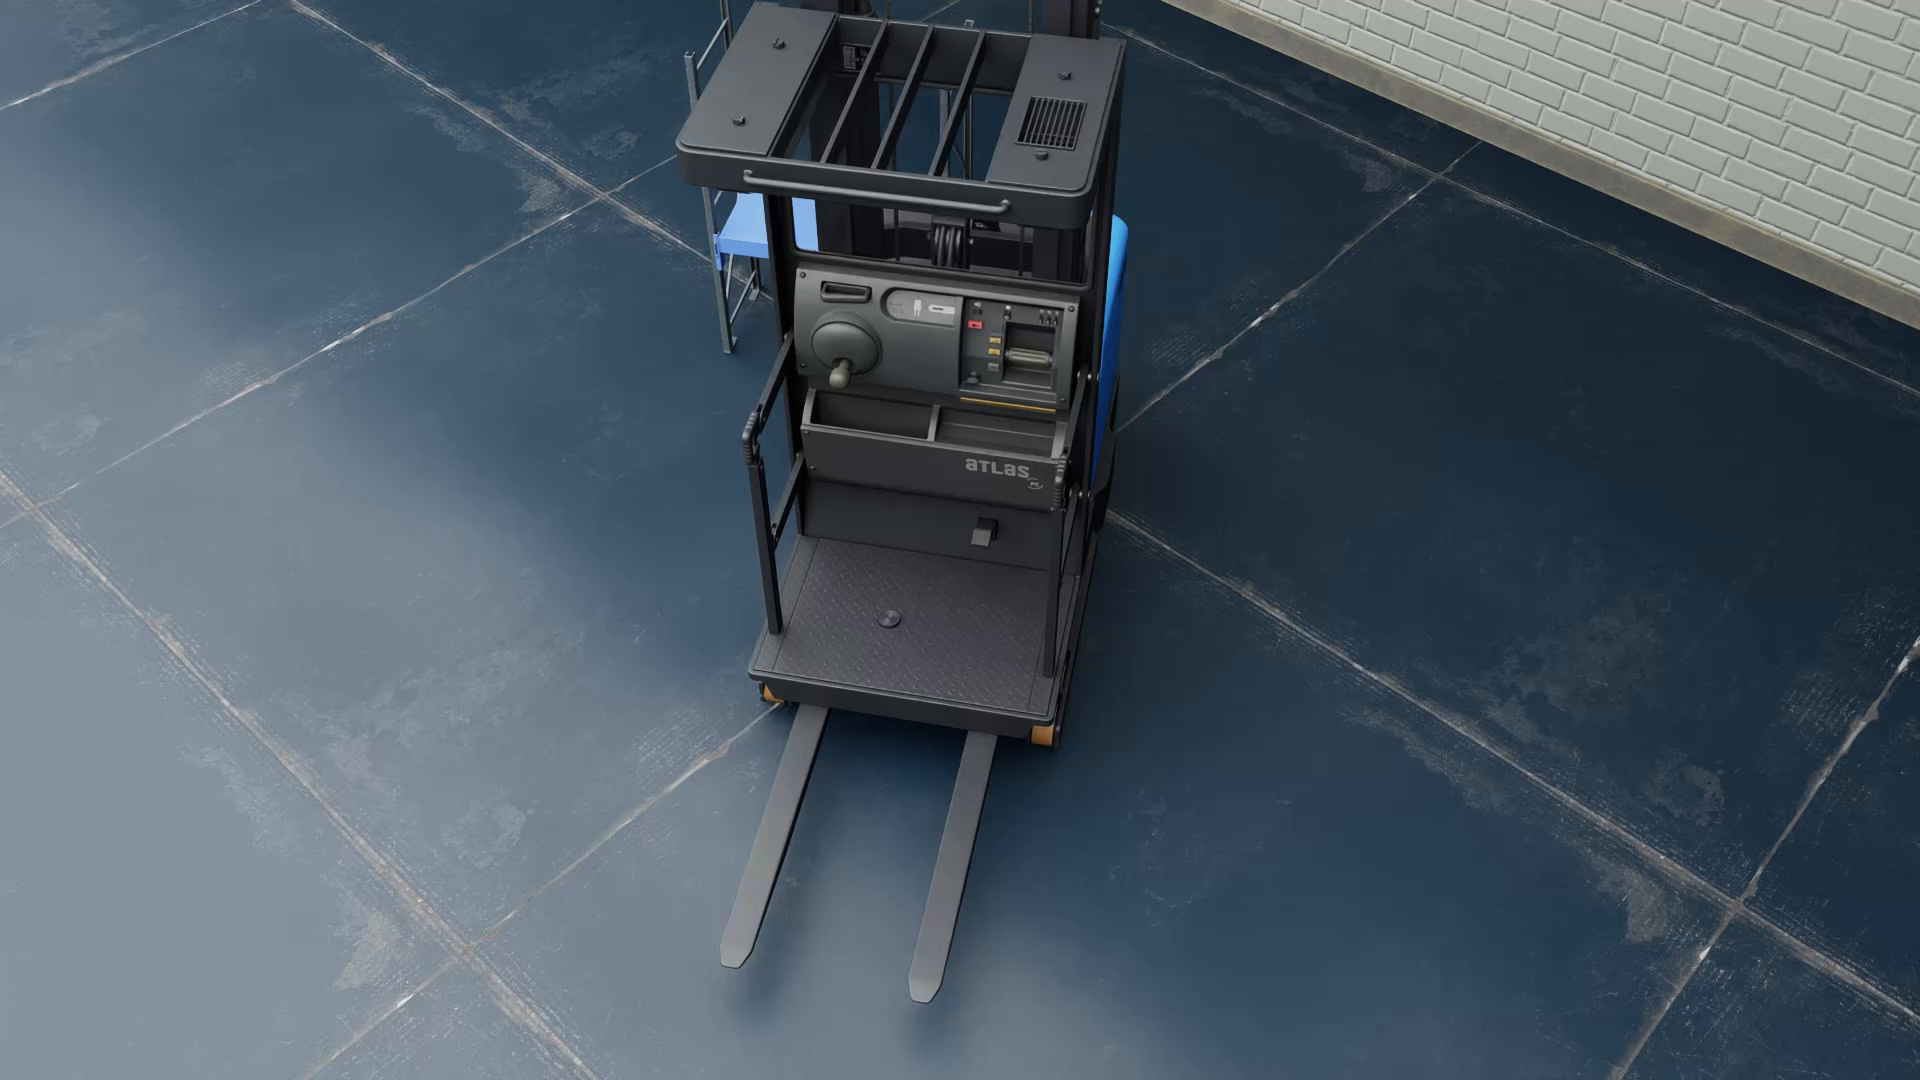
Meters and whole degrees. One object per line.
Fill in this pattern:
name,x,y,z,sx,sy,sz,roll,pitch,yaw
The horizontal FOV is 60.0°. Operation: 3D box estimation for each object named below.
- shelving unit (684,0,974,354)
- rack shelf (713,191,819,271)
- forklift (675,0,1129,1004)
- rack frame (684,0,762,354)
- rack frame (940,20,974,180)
shelving unit,-0.507,-1.462,7.094,1.048,1.500,0.538,9,47,8
rack shelf,-0.507,-1.339,7.225,1.000,0.185,0.538,9,47,8
forklift,-0.123,-0.556,5.262,1.130,2.935,3.031,8,47,8
rack frame,-1.005,-1.538,7.166,0.032,1.500,0.500,9,47,8
rack frame,-0.010,-1.386,7.023,0.032,1.500,0.500,9,47,8
